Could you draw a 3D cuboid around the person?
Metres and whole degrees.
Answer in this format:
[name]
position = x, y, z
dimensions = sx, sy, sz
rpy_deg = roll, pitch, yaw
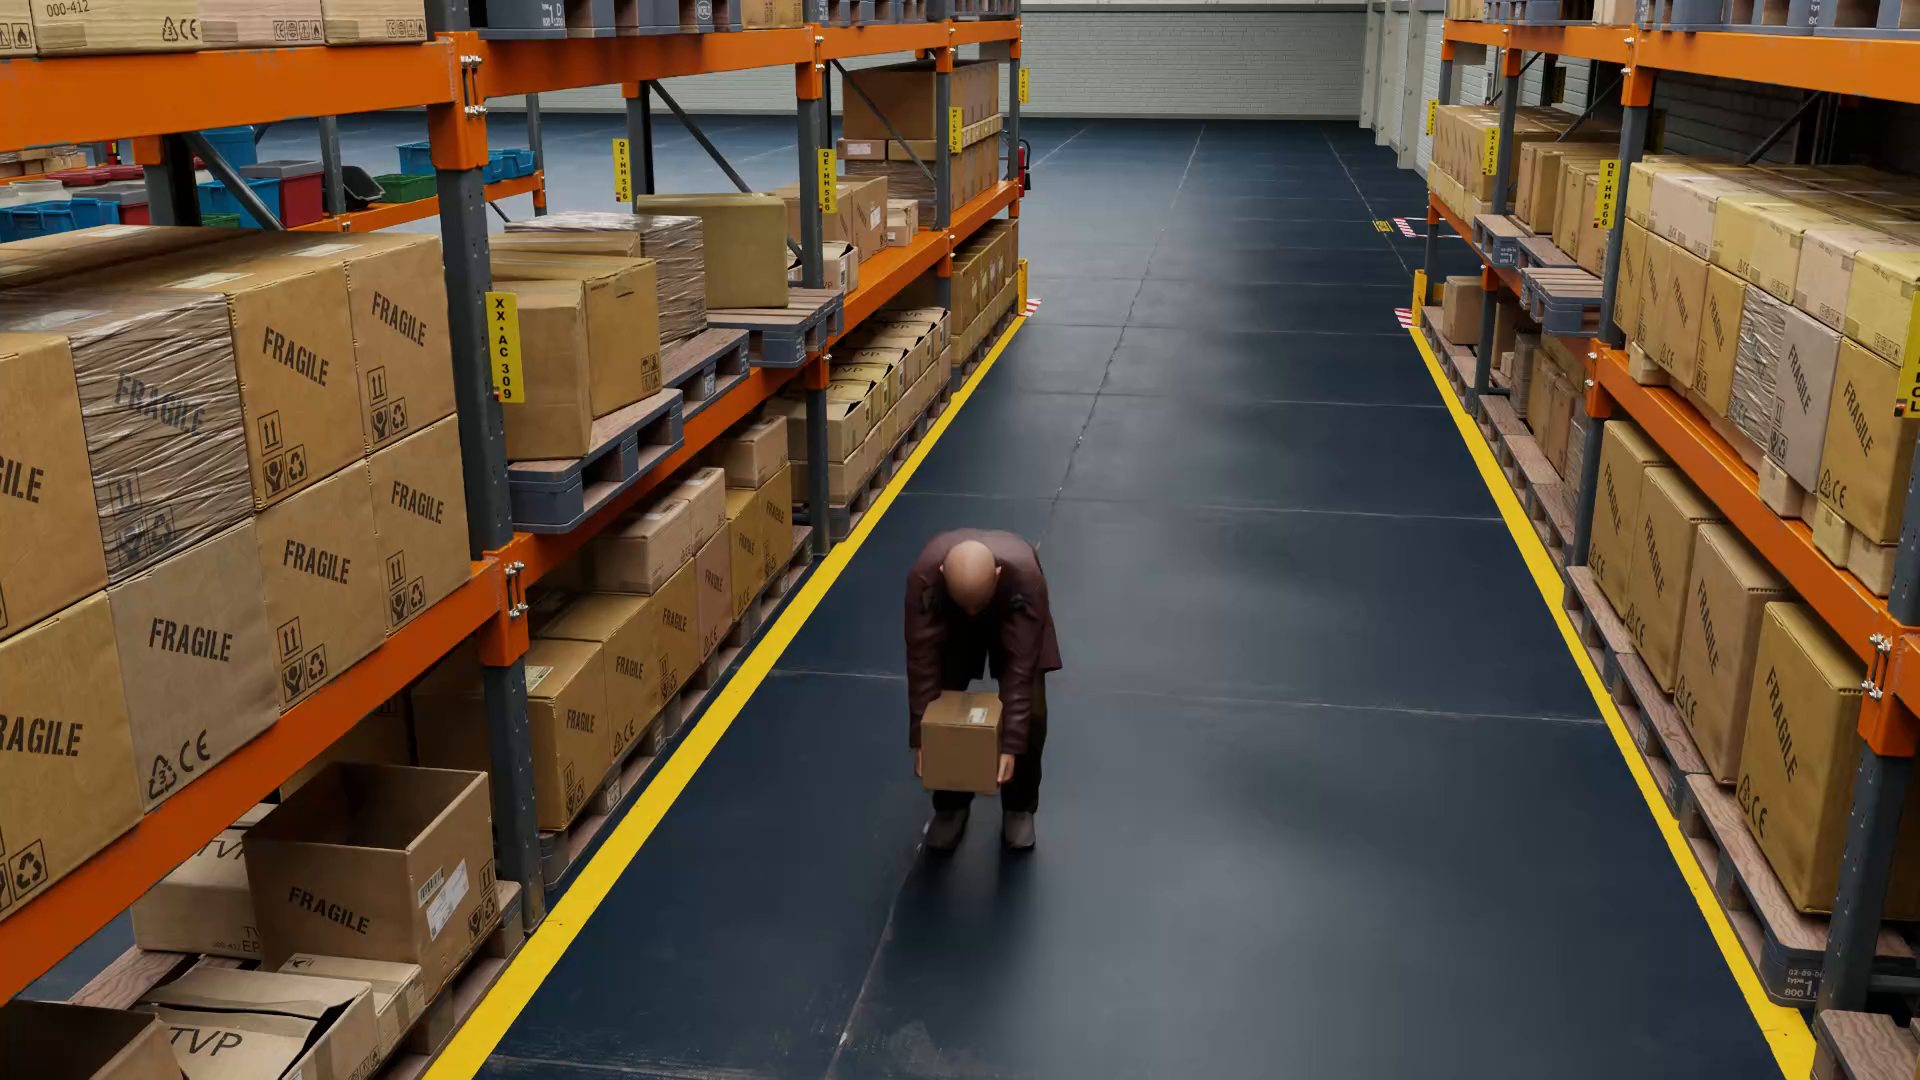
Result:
[person]
position = 0.062, 0.525, 5.784
dimensions = 0.567, 1.258, 0.910
rpy_deg = 2, 18, 7
